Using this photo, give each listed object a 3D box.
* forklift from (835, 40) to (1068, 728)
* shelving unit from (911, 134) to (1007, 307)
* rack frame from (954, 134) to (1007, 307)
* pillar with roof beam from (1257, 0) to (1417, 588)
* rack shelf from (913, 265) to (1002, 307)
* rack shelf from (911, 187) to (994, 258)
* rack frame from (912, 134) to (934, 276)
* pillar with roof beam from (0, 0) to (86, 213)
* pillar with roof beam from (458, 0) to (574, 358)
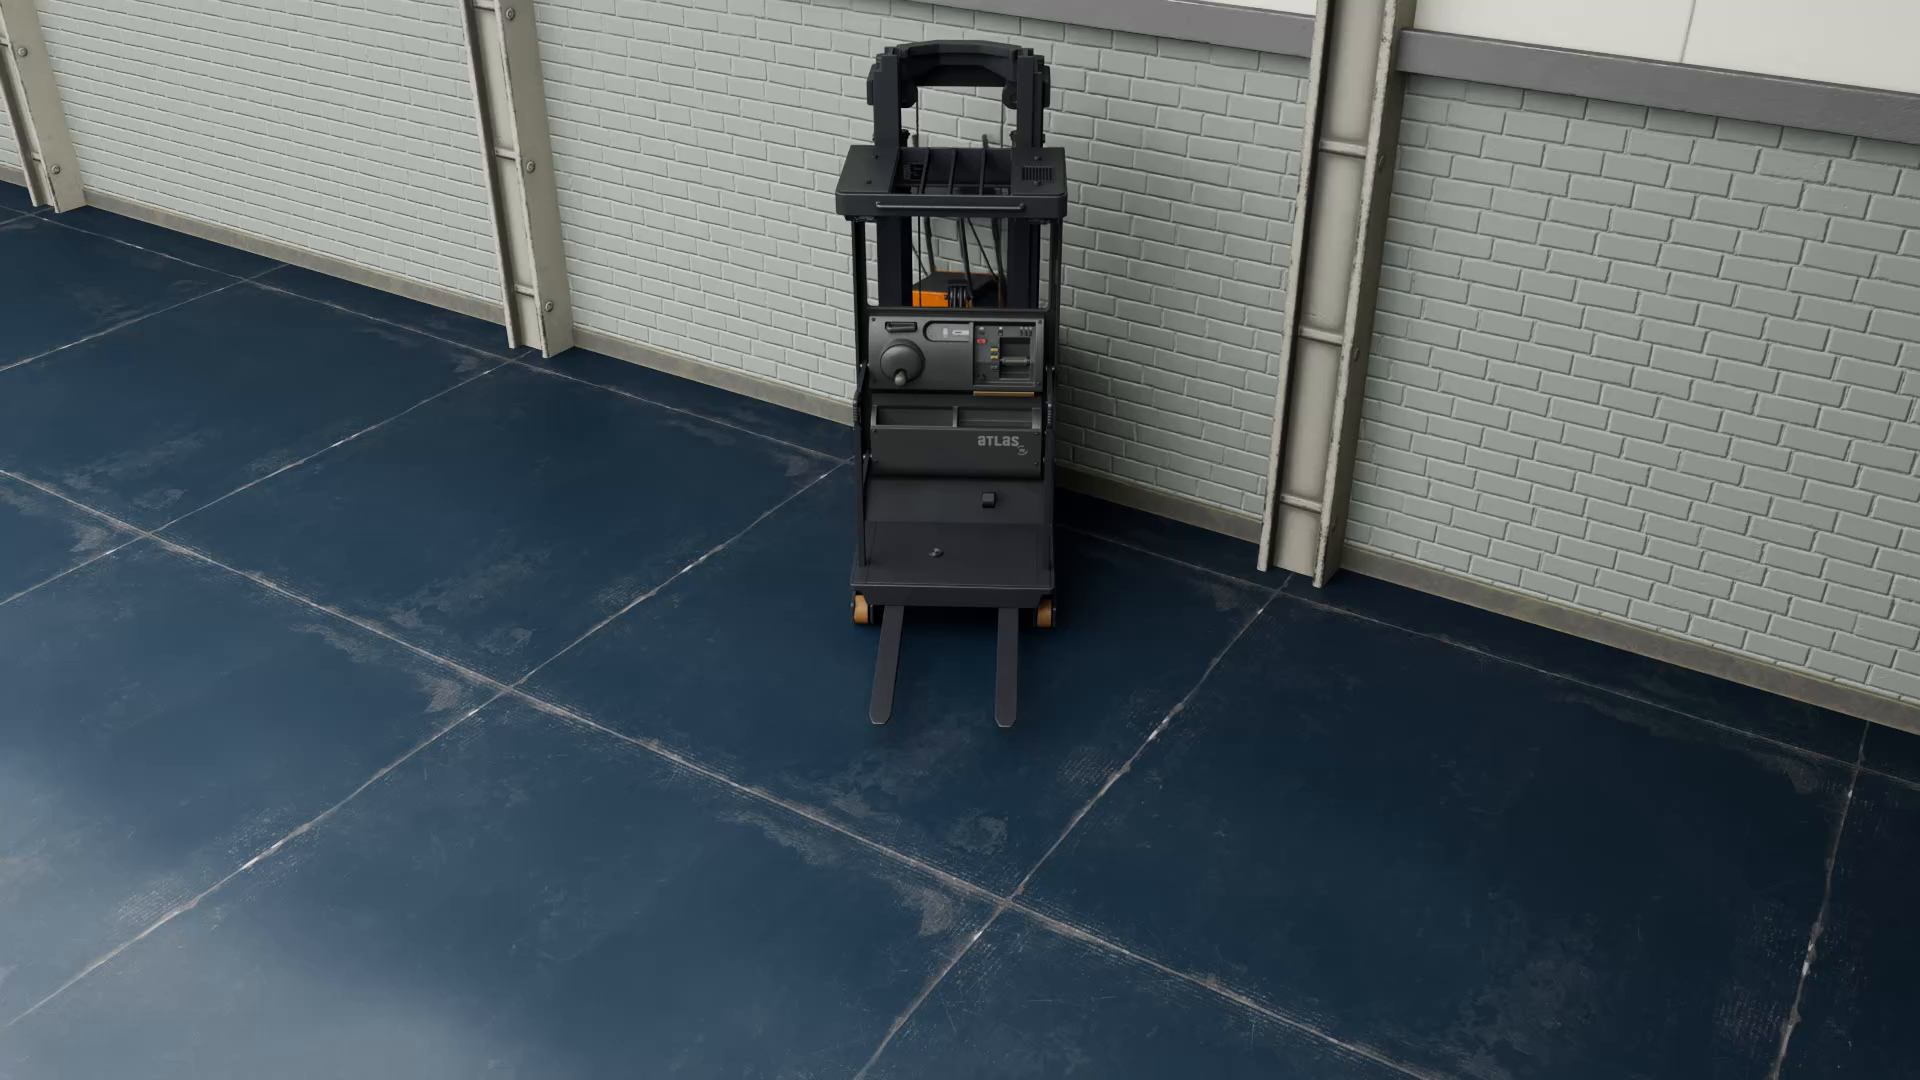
[{"bbox_3d":[-0.025,-0.949,8.640,1.130,2.935,3.031,1,30,2],"label":"forklift"},{"bbox_3d":[-0.029,-1.364,10.094,0.503,2.100,0.431,8,29,31],"label":"shelving unit"},{"bbox_3d":[0.178,-1.334,9.968,0.015,2.100,0.400,8,29,31],"label":"rack frame"},{"bbox_3d":[-0.320,-1.894,4.238,0.400,9.000,9.100,18,35,27],"label":"pillar with roof beam"},{"bbox_3d":[-0.028,-1.352,10.100,0.480,0.518,0.431,8,29,31],"label":"rack shelf"},{"bbox_3d":[-0.115,-1.981,9.804,0.480,0.518,0.431,8,29,31],"label":"rack shelf"},{"bbox_3d":[-0.237,-1.395,10.219,0.015,2.100,0.400,8,29,31],"label":"rack frame"},{"bbox_3d":[-10.484,-5.108,9.749,0.400,9.000,9.100,18,35,27],"label":"pillar with roof beam"},{"bbox_3d":[-5.402,-3.501,6.994,0.400,9.000,9.100,18,35,27],"label":"pillar with roof beam"}]
